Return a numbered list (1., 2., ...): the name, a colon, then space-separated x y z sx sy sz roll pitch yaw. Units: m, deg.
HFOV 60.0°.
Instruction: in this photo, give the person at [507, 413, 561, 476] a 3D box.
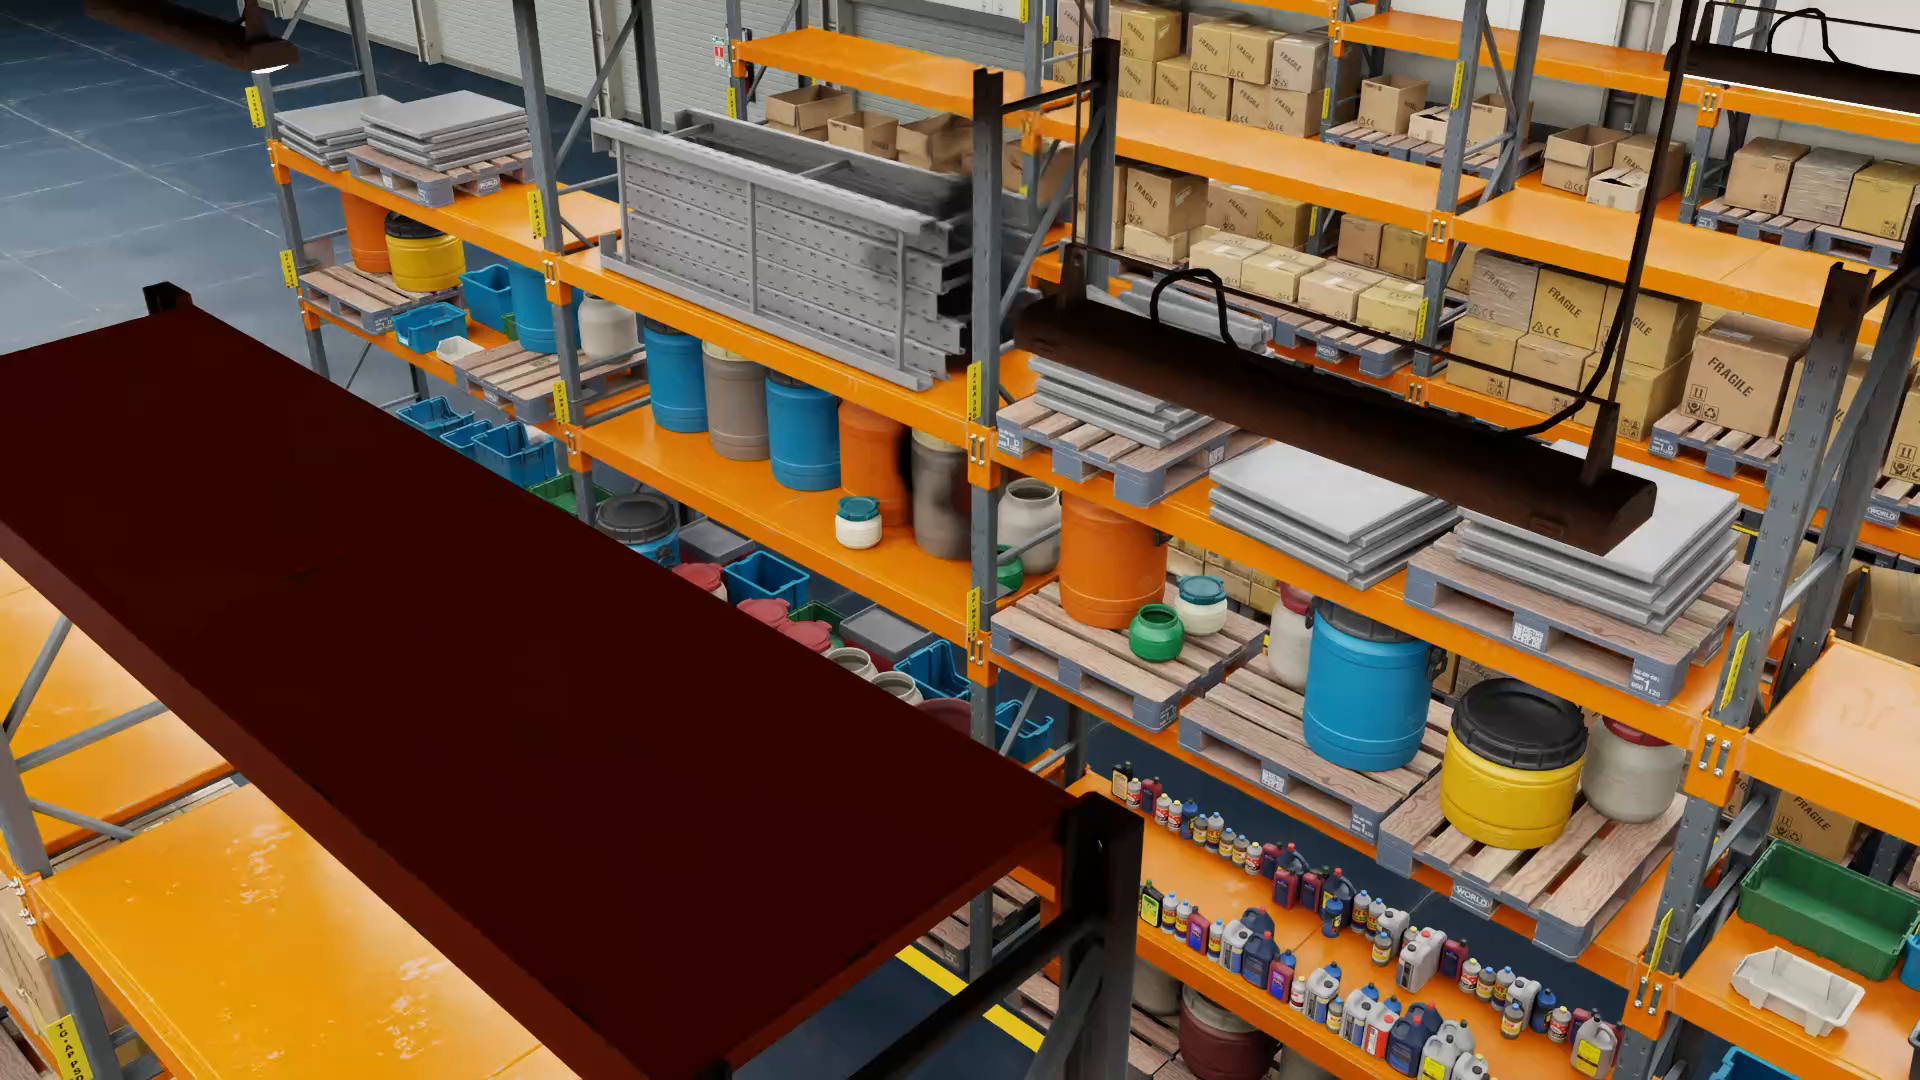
1. person: -4.190 -1.049 16.302 0.882 1.814 0.706 23 37 35
